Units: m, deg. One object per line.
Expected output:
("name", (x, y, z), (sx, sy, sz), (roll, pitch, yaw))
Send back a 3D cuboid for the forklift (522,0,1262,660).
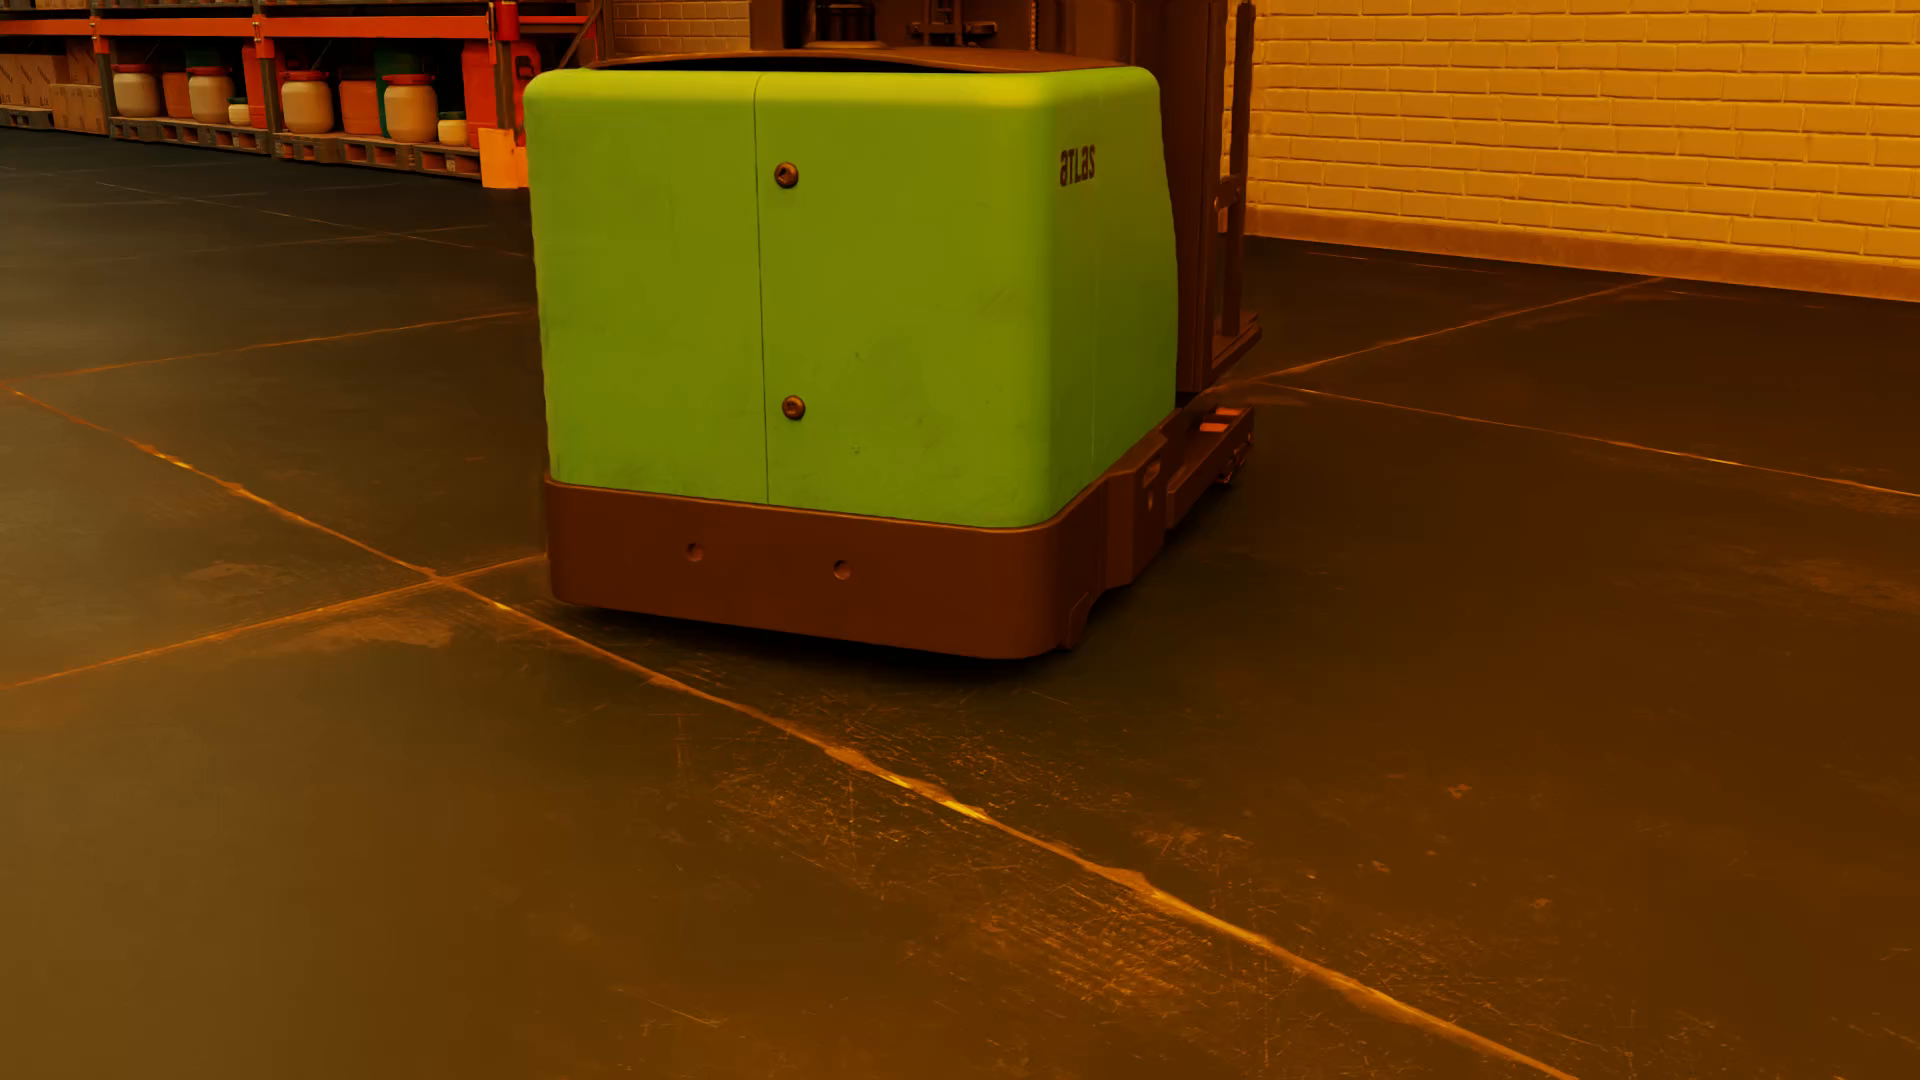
("forklift", (0.169, -1.581, 4.048), (1.130, 2.935, 3.031), (6, 18, 19))
